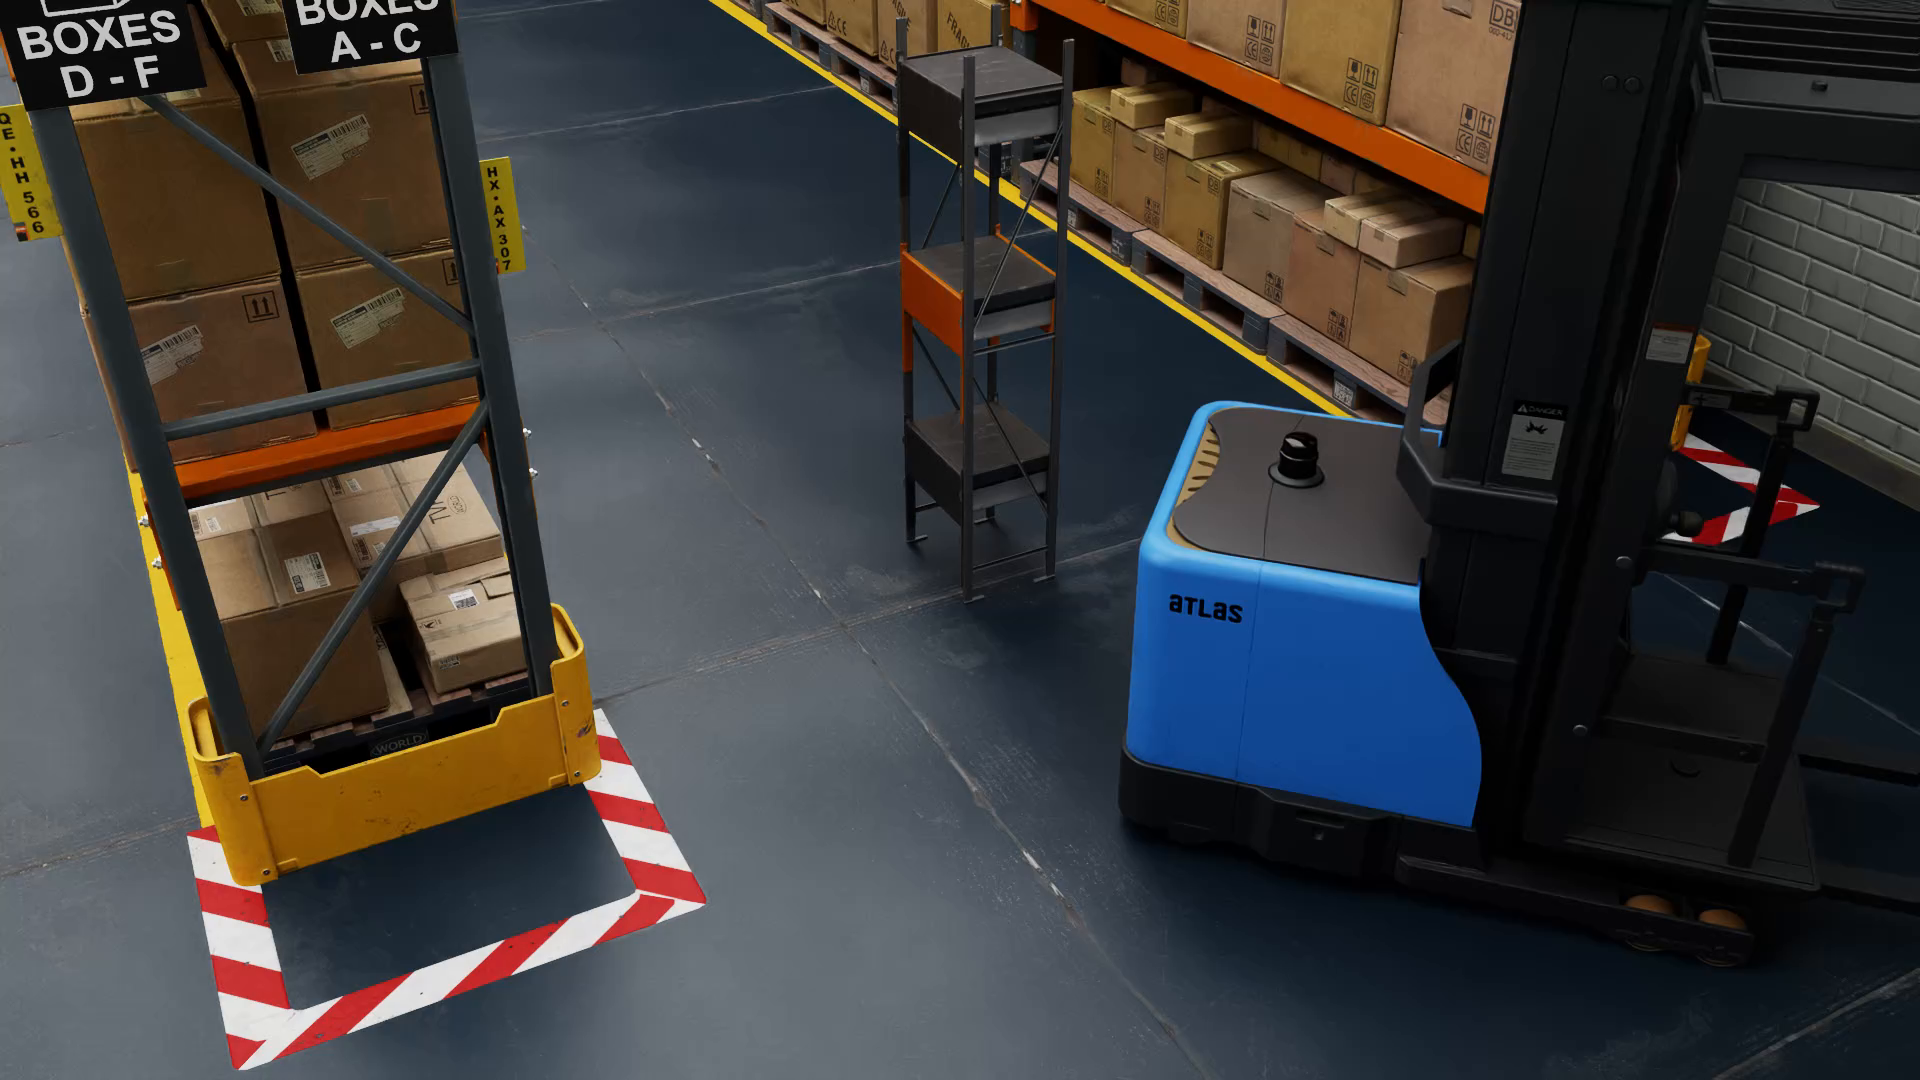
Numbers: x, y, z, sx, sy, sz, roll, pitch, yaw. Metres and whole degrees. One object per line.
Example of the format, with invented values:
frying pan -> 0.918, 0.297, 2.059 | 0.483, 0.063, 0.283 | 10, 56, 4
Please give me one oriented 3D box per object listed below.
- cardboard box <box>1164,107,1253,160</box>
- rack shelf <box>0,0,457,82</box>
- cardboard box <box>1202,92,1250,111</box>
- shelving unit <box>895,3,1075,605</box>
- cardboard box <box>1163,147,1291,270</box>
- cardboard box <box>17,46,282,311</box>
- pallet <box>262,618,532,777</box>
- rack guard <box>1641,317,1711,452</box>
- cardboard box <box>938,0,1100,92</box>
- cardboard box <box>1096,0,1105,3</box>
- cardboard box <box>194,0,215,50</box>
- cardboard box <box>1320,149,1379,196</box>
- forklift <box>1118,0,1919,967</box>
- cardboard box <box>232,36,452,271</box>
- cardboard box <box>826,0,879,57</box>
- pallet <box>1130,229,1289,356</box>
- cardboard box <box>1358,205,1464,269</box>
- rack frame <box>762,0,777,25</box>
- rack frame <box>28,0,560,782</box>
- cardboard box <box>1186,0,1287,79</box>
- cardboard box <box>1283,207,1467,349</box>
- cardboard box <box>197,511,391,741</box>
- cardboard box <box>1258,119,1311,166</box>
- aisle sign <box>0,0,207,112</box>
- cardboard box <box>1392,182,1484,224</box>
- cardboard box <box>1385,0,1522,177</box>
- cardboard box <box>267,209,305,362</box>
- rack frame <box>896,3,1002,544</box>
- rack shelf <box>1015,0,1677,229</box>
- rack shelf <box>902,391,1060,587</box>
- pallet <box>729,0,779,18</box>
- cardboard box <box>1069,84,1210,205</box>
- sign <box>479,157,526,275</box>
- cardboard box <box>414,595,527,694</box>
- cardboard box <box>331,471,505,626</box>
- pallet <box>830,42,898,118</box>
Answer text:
cardboard box -> 1.278, -2.094, 8.565 | 0.380, 0.149, 0.250 | -17, 36, -24
rack shelf -> -2.670, -2.296, 5.439 | 1.077, 0.370, 4.000 | -16, 36, -23
cardboard box -> 1.515, -2.295, 8.879 | 0.380, 0.149, 0.250 | -17, 36, -25
shelving unit -> 0.077, -0.805, 6.060 | 0.431, 2.100, 0.503 | -16, 36, -23
cardboard box -> 1.505, -1.794, 8.697 | 0.700, 0.500, 0.500 | -15, 36, -22
cardboard box -> -2.188, -0.988, 4.492 | 0.500, 0.500, 0.500 | -16, 36, -24
pallet -> -2.145, 0.376, 5.967 | 1.003, 0.211, 1.213 | -16, 36, -23
rack guard -> 2.655, -0.565, 7.169 | 1.175, 0.500, 0.348 | -16, 36, -23
cardboard box -> 0.360, -3.087, 10.392 | 0.750, 0.750, 0.750 | -15, 36, -23
cardboard box -> 1.017, -3.401, 9.000 | 0.980, 0.700, 0.700 | -15, 36, -22
cardboard box -> -2.190, -1.610, 5.463 | 0.500, 0.500, 0.500 | -15, 36, -22
cardboard box -> 1.991, -1.808, 8.119 | 0.380, 0.149, 0.250 | -15, 36, -22
forklift -> 2.079, -0.320, 4.533 | 3.031, 2.935, 1.130 | 10, 34, 15
cardboard box -> -1.711, -1.123, 4.702 | 0.500, 0.500, 0.500 | -15, 35, -22
cardboard box -> -0.457, -3.915, 11.684 | 0.750, 0.750, 0.750 | -16, 36, -23
pallet -> 1.637, -1.398, 8.737 | 1.003, 0.211, 1.213 | -16, 36, -23
cardboard box -> 2.008, -1.351, 7.405 | 0.380, 0.149, 0.250 | -16, 36, -24
rack frame -> -1.087, -5.447, 12.471 | 1.000, 3.000, 0.127 | -16, 36, -23
rack frame -> -1.737, -0.381, 4.565 | 1.000, 3.000, 0.127 | -16, 36, -23
cardboard box -> 1.700, -2.707, 7.916 | 0.980, 0.700, 0.700 | -18, 37, -25
cardboard box -> 1.995, -1.301, 7.928 | 0.700, 0.500, 0.500 | -16, 36, -23
cardboard box -> -2.209, 0.288, 5.429 | 0.500, 0.500, 0.500 | -16, 36, -23
cardboard box -> 1.754, -2.052, 8.498 | 0.380, 0.149, 0.250 | -17, 36, -24
aisle sign -> -1.976, -1.366, 3.692 | 0.394, 0.787, 0.004 | -16, 36, -23
cardboard box -> 2.227, -1.568, 7.743 | 0.380, 0.149, 0.250 | -16, 36, -23
cardboard box -> 2.397, -1.996, 6.807 | 0.980, 0.700, 0.700 | -14, 35, -21
cardboard box -> -1.956, -0.946, 5.354 | 0.500, 0.500, 0.500 | -16, 36, -24
rack frame -> -0.037, -0.922, 6.242 | 0.400, 2.100, 0.015 | -16, 36, -23
rack shelf -> 1.711, -2.281, 8.196 | 1.077, 0.370, 4.000 | -16, 36, -23
rack shelf -> 0.077, -0.204, 6.445 | 0.431, 0.518, 0.480 | -16, 36, -23
pallet -> -1.450, -4.646, 13.806 | 1.003, 0.211, 1.213 | -16, 36, -23
cardboard box -> 1.036, -2.280, 9.456 | 0.700, 0.500, 0.500 | -15, 36, -23
sign -> -1.257, -0.882, 4.544 | 0.100, 0.325, 0.005 | -16, 36, -23
cardboard box -> -1.628, 0.348, 5.662 | 0.380, 0.149, 0.250 | -16, 36, -23
cardboard box -> -1.973, 0.022, 6.077 | 0.500, 0.250, 0.500 | -16, 36, -23
pallet -> -0.221, -3.296, 11.699 | 1.003, 0.211, 1.213 | -16, 36, -23
